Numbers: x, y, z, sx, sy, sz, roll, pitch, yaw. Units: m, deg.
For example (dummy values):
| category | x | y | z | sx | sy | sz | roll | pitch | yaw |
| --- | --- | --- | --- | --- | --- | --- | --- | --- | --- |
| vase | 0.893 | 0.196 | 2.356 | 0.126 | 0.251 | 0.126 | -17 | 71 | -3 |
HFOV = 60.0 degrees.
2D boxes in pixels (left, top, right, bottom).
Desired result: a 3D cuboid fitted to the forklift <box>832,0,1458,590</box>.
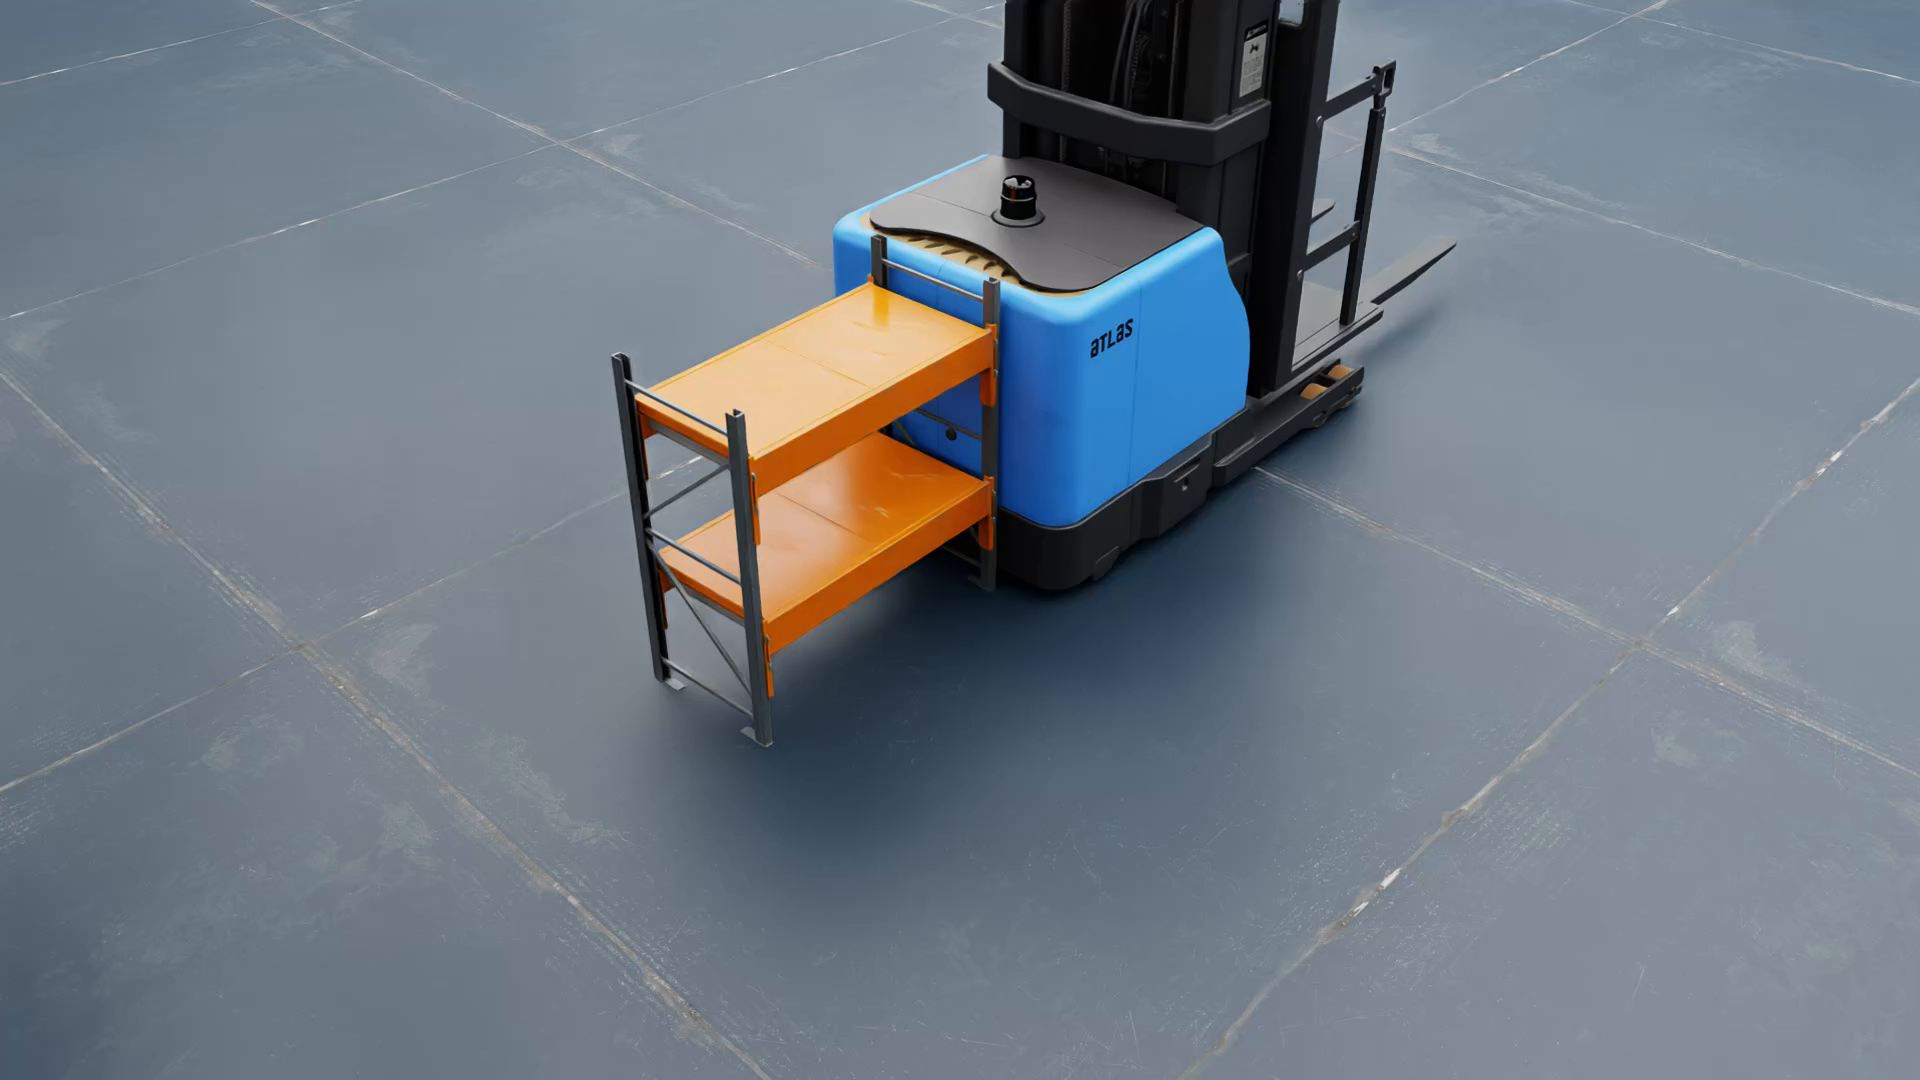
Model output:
| category | x | y | z | sx | sy | sz | roll | pitch | yaw |
| --- | --- | --- | --- | --- | --- | --- | --- | --- | --- |
| forklift | 0.920 | -1.804 | 5.774 | 1.130 | 2.935 | 3.031 | 27 | 43 | 33 |

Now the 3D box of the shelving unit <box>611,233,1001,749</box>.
| category | x | y | z | sx | sy | sz | roll | pitch | yaw |
| --- | --- | --- | --- | --- | --- | --- | --- | --- | --- |
| shelving unit | -0.413 | -0.169 | 5.009 | 0.538 | 1.125 | 1.048 | 27 | 43 | 33 |

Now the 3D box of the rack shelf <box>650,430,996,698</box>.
| category | x | y | z | sx | sy | sz | roll | pitch | yaw |
| --- | --- | --- | --- | --- | --- | --- | --- | --- | --- |
| rack shelf | -0.413 | 0.032 | 5.149 | 0.538 | 0.278 | 1.000 | 27 | 43 | 33 |

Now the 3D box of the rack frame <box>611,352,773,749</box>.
| category | x | y | z | sx | sy | sz | roll | pitch | yaw |
| --- | --- | --- | --- | --- | --- | --- | --- | --- | --- |
| rack frame | -0.747 | 0.050 | 4.695 | 0.500 | 1.125 | 0.032 | 27 | 43 | 33 |

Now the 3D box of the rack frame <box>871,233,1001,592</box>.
| category | x | y | z | sx | sy | sz | roll | pitch | yaw |
| --- | --- | --- | --- | --- | --- | --- | --- | --- | --- |
| rack frame | -0.078 | -0.388 | 5.323 | 0.500 | 1.125 | 0.032 | 27 | 43 | 33 |

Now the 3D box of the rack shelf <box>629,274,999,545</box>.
| category | x | y | z | sx | sy | sz | roll | pitch | yaw |
| --- | --- | --- | --- | --- | --- | --- | --- | --- | --- |
| rack shelf | -0.413 | -0.409 | 4.842 | 0.538 | 0.278 | 1.000 | 27 | 43 | 33 |
